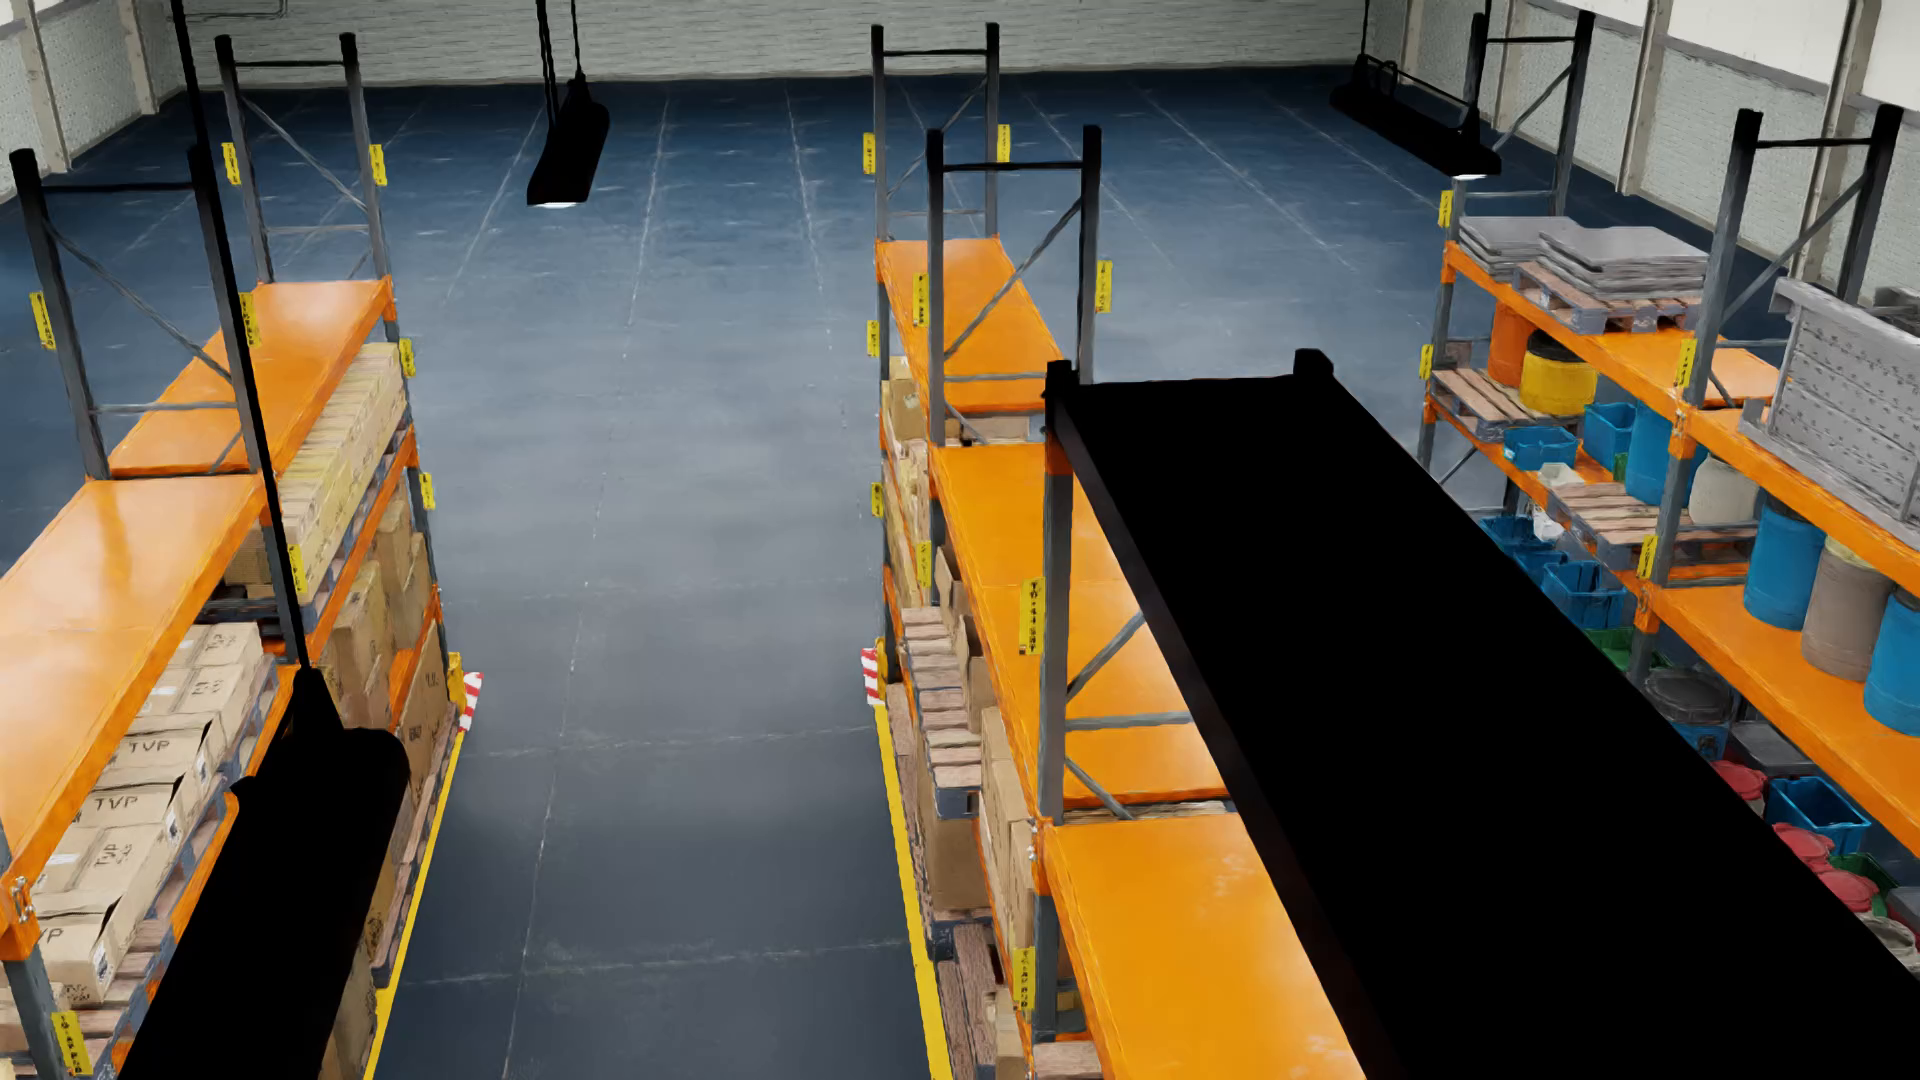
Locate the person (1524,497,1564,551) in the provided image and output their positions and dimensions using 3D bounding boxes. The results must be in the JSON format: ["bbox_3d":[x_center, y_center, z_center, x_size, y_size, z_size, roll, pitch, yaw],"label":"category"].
[{"bbox_3d":[5.916,-0.026,16.636,0.538,1.671,0.518,-22,33,-39],"label":"person"}]
